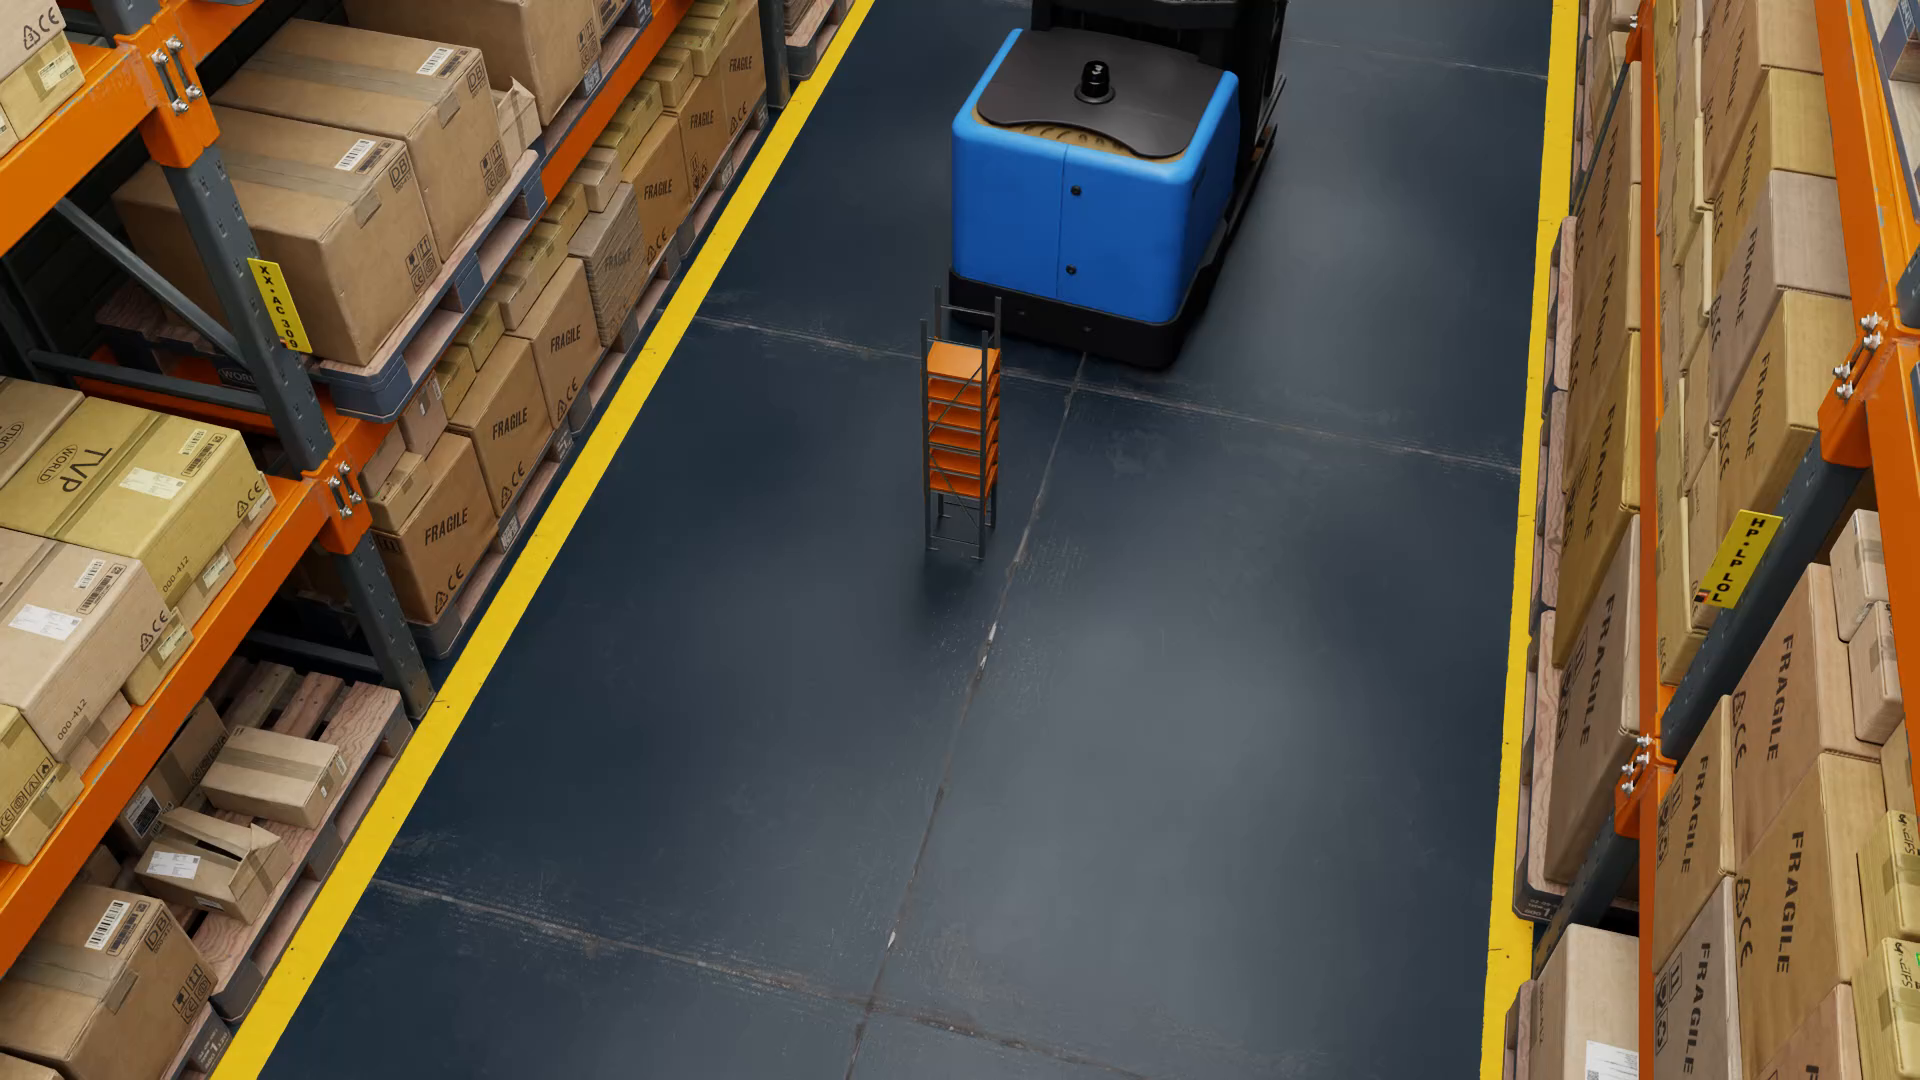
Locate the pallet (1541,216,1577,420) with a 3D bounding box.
[{"bbox_3d":[3.126,-0.909,7.330,1.003,0.211,1.213,12,50,10],"label":"pallet"}]

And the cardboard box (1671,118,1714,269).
[{"bbox_3d":[2.608,-1.089,5.396,0.500,0.250,0.500,12,50,11],"label":"cardboard box"}]

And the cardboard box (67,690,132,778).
[{"bbox_3d":[-2.465,0.463,4.427,0.380,0.149,0.250,13,50,11],"label":"cardboard box"}]

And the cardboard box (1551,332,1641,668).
[{"bbox_3d":[2.669,-0.049,5.848,0.875,0.875,0.875,13,50,11],"label":"cardboard box"}]

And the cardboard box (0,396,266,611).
[{"bbox_3d":[-2.335,-0.103,4.661,0.500,0.250,0.500,13,50,11],"label":"cardboard box"}]

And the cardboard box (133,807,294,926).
[{"bbox_3d":[-2.394,1.014,5.316,0.396,0.266,0.258,13,50,11],"label":"cardboard box"}]

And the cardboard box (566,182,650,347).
[{"bbox_3d":[-1.683,-1.209,7.122,0.500,0.500,0.500,10,49,9],"label":"cardboard box"}]

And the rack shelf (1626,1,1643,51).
[{"bbox_3d":[3.932,-3.596,8.321,1.077,0.370,4.000,12,50,10],"label":"rack shelf"}]

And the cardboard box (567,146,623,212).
[{"bbox_3d":[-1.645,-1.530,6.973,0.380,0.149,0.250,9,49,8],"label":"cardboard box"}]

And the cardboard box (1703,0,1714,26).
[{"bbox_3d":[2.919,-2.082,5.772,0.500,0.500,0.500,12,50,10],"label":"cardboard box"}]

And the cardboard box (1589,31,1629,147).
[{"bbox_3d":[3.564,-2.063,7.962,0.950,0.372,0.625,9,49,7],"label":"cardboard box"}]

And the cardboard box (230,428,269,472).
[{"bbox_3d":[-2.618,-0.320,5.905,0.380,0.149,0.250,10,49,9],"label":"cardboard box"}]

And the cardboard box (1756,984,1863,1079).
[{"bbox_3d":[1.709,1.171,2.901,0.500,0.500,0.500,12,50,11],"label":"cardboard box"}]

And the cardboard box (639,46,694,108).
[{"bbox_3d":[-1.423,-2.098,7.474,0.380,0.149,0.250,10,49,9],"label":"cardboard box"}]

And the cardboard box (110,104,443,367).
[{"bbox_3d":[-2.093,-0.948,5.158,0.700,0.500,0.500,13,50,11],"label":"cardboard box"}]

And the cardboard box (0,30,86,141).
[{"bbox_3d":[-2.246,-1.062,3.772,0.380,0.149,0.250,11,50,10],"label":"cardboard box"}]

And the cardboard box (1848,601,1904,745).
[{"bbox_3d":[1.968,0.293,3.243,0.380,0.149,0.250,12,50,11],"label":"cardboard box"}]

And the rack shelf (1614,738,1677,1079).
[{"bbox_3d":[1.827,2.191,3.214,1.077,0.370,4.000,12,50,10],"label":"rack shelf"}]

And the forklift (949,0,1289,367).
[{"bbox_3d":[0.945,-2.852,7.231,1.130,2.935,3.031,16,50,13],"label":"forklift"}]

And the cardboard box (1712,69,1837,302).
[{"bbox_3d":[2.510,-0.969,4.790,0.500,0.500,0.500,13,50,11],"label":"cardboard box"}]

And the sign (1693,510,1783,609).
[{"bbox_3d":[1.827,0.049,3.905,0.100,0.325,0.005,12,50,10],"label":"sign"}]

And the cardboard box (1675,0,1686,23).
[{"bbox_3d":[3.034,-2.185,6.363,0.500,0.250,0.500,11,50,10],"label":"cardboard box"}]

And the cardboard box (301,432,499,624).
[{"bbox_3d":[-2.092,-0.088,6.133,0.500,0.500,0.500,14,50,12],"label":"cardboard box"}]

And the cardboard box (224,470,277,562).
[{"bbox_3d":[-2.277,-0.107,4.930,0.380,0.149,0.250,12,50,11],"label":"cardboard box"}]

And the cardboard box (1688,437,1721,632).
[{"bbox_3d":[2.235,0.024,4.414,0.500,0.250,0.500,12,50,10],"label":"cardboard box"}]

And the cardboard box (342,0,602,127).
[{"bbox_3d":[-1.750,-1.891,5.990,0.700,0.500,0.500,11,50,10],"label":"cardboard box"}]

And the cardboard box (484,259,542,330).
[{"bbox_3d":[-1.870,-0.982,6.489,0.380,0.149,0.250,11,50,10],"label":"cardboard box"}]

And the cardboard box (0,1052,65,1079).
[{"bbox_3d":[-2.739,1.714,4.543,0.500,0.500,0.500,12,50,11],"label":"cardboard box"}]

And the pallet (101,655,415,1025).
[{"bbox_3d":[-2.618,0.949,5.691,1.003,0.211,1.213,12,50,10],"label":"pallet"}]

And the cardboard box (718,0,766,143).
[{"bbox_3d":[-1.288,-2.327,8.109,0.500,0.500,0.500,13,50,11],"label":"cardboard box"}]

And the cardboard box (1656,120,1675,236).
[{"bbox_3d":[2.773,-1.280,5.898,0.500,0.250,0.500,13,50,11],"label":"cardboard box"}]

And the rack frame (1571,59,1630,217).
[{"bbox_3d":[3.406,-2.387,6.775,1.000,3.000,0.127,12,50,10],"label":"rack frame"}]

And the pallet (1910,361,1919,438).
[{"bbox_3d":[2.128,0.133,2.610,1.003,0.211,1.213,12,50,10],"label":"pallet"}]

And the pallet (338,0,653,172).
[{"bbox_3d":[-1.891,-1.893,6.467,1.003,0.211,1.213,12,50,10],"label":"pallet"}]

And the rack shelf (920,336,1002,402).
[{"bbox_3d":[0.004,-0.616,5.992,0.258,0.103,0.180,12,50,10],"label":"rack shelf"}]

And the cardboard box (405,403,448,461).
[{"bbox_3d":[-2.087,-0.420,5.993,0.380,0.149,0.250,10,49,9],"label":"cardboard box"}]

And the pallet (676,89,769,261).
[{"bbox_3d":[-1.617,-1.909,8.213,1.003,0.211,1.213,12,50,10],"label":"pallet"}]

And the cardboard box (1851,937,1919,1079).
[{"bbox_3d":[1.719,0.841,2.760,0.380,0.149,0.250,10,49,9],"label":"cardboard box"}]

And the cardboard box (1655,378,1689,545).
[{"bbox_3d":[2.363,-0.187,4.933,0.500,0.250,0.500,11,49,10],"label":"cardboard box"}]

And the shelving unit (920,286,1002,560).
[{"bbox_3d":[0.004,-0.407,6.228,0.258,1.200,0.189,12,50,10],"label":"shelving unit"}]

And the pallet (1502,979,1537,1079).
[{"bbox_3d":[2.078,1.964,4.795,1.003,0.211,1.213,12,50,10],"label":"pallet"}]

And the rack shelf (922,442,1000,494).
[{"bbox_3d":[0.004,-0.299,6.352,0.258,0.103,0.180,12,50,10],"label":"rack shelf"}]

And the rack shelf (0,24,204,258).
[{"bbox_3d":[-2.963,0.221,2.952,1.077,0.370,4.000,12,50,10],"label":"rack shelf"}]
